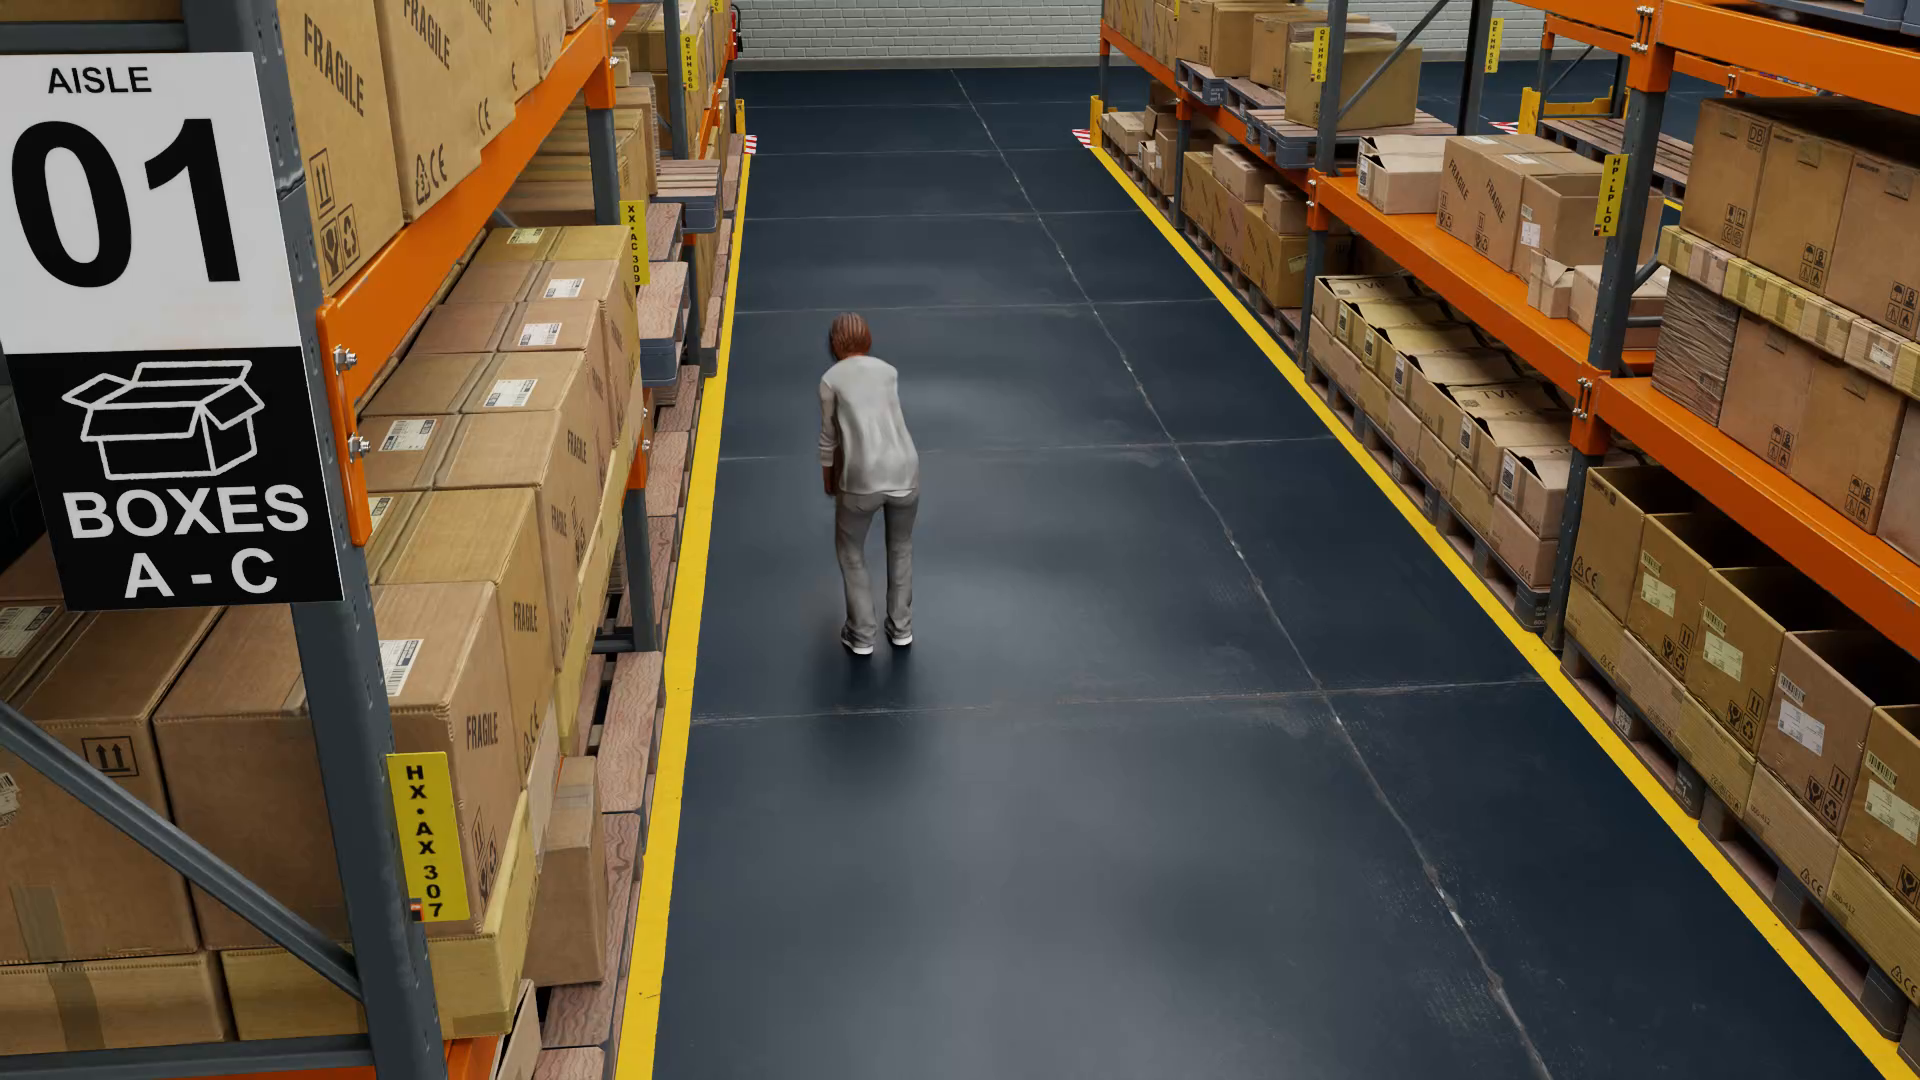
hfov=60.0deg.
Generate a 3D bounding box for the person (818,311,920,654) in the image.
[{"bbox_3d":[-0.403,-0.235,7.334,0.376,1.444,0.645,-8,25,-18],"label":"person"}]
